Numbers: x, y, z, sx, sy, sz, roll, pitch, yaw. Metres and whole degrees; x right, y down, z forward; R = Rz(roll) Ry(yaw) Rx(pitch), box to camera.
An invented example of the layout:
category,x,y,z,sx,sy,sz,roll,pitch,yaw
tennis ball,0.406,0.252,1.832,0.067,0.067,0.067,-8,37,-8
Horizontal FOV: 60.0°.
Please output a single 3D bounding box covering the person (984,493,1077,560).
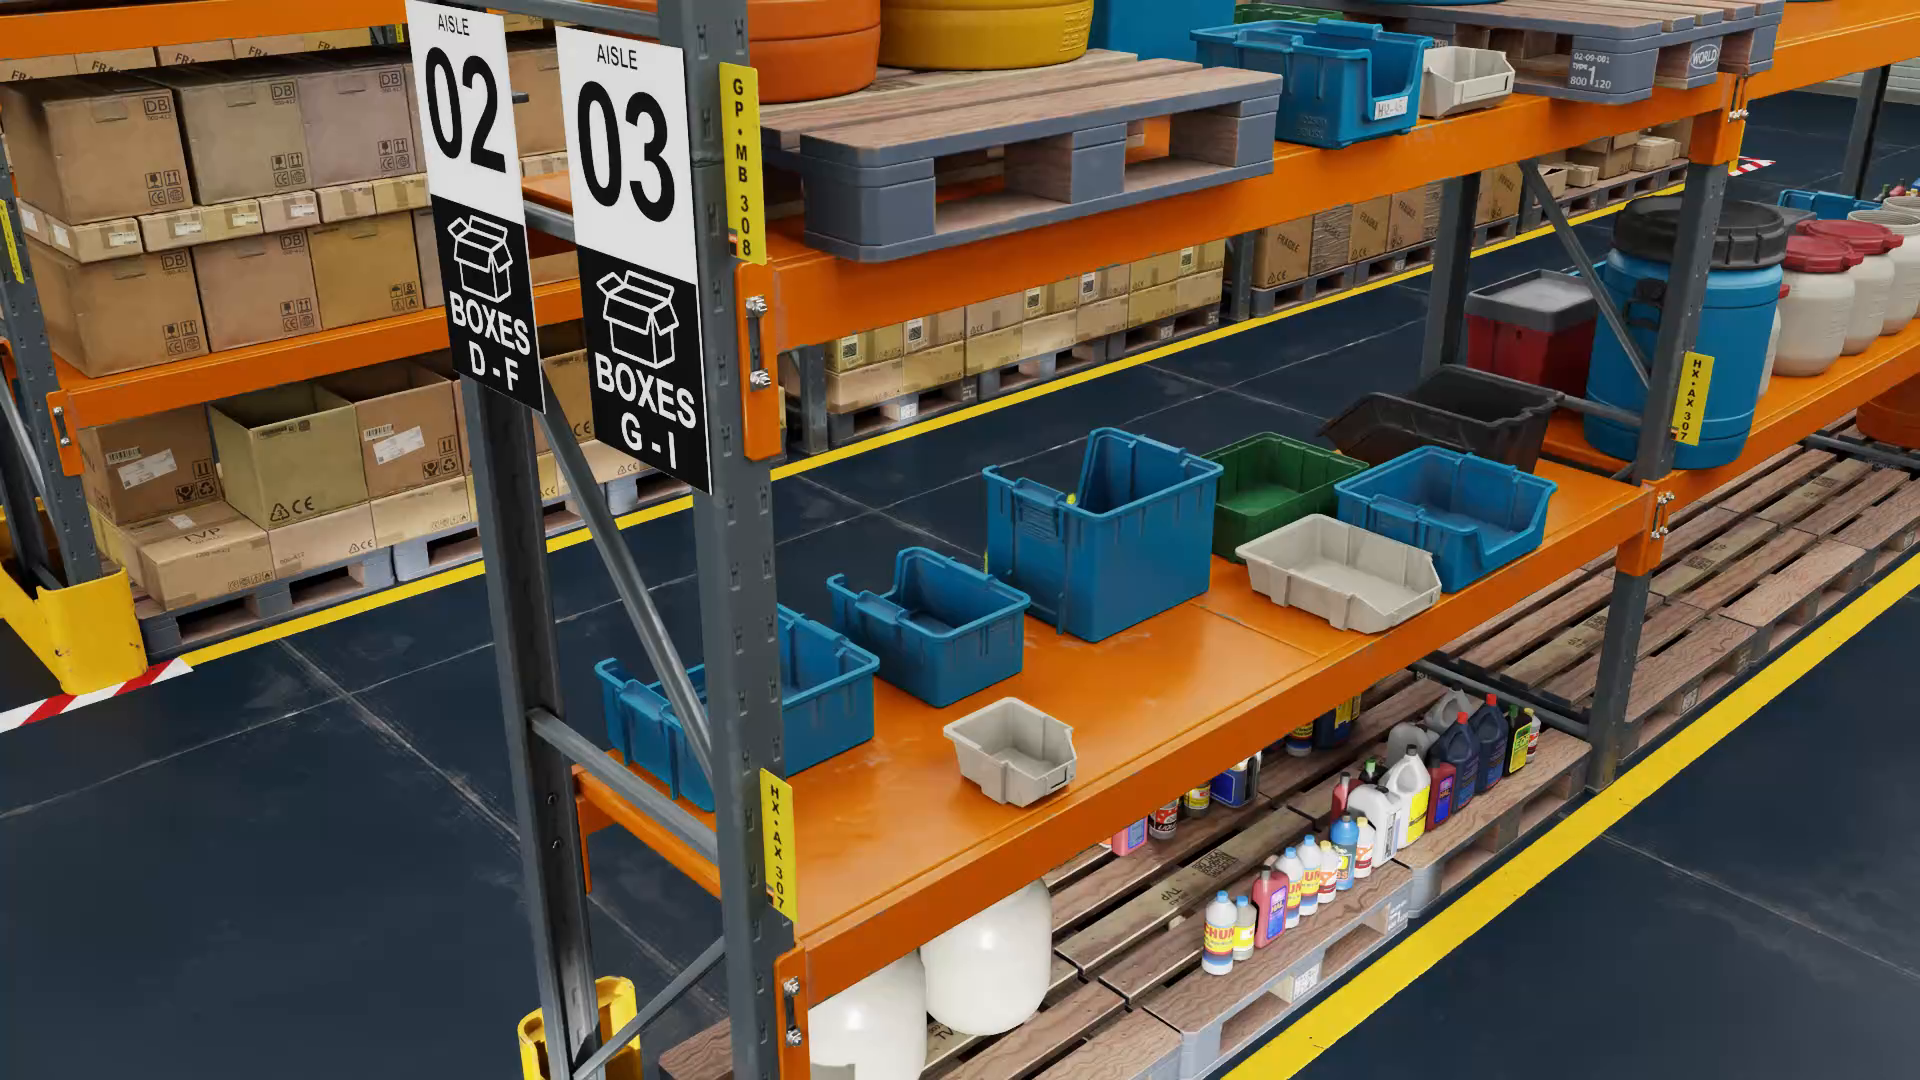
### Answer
category,x,y,z,sx,sy,sz,roll,pitch,yaw
person,0.528,0.210,7.130,0.501,0.925,0.975,22,32,40
